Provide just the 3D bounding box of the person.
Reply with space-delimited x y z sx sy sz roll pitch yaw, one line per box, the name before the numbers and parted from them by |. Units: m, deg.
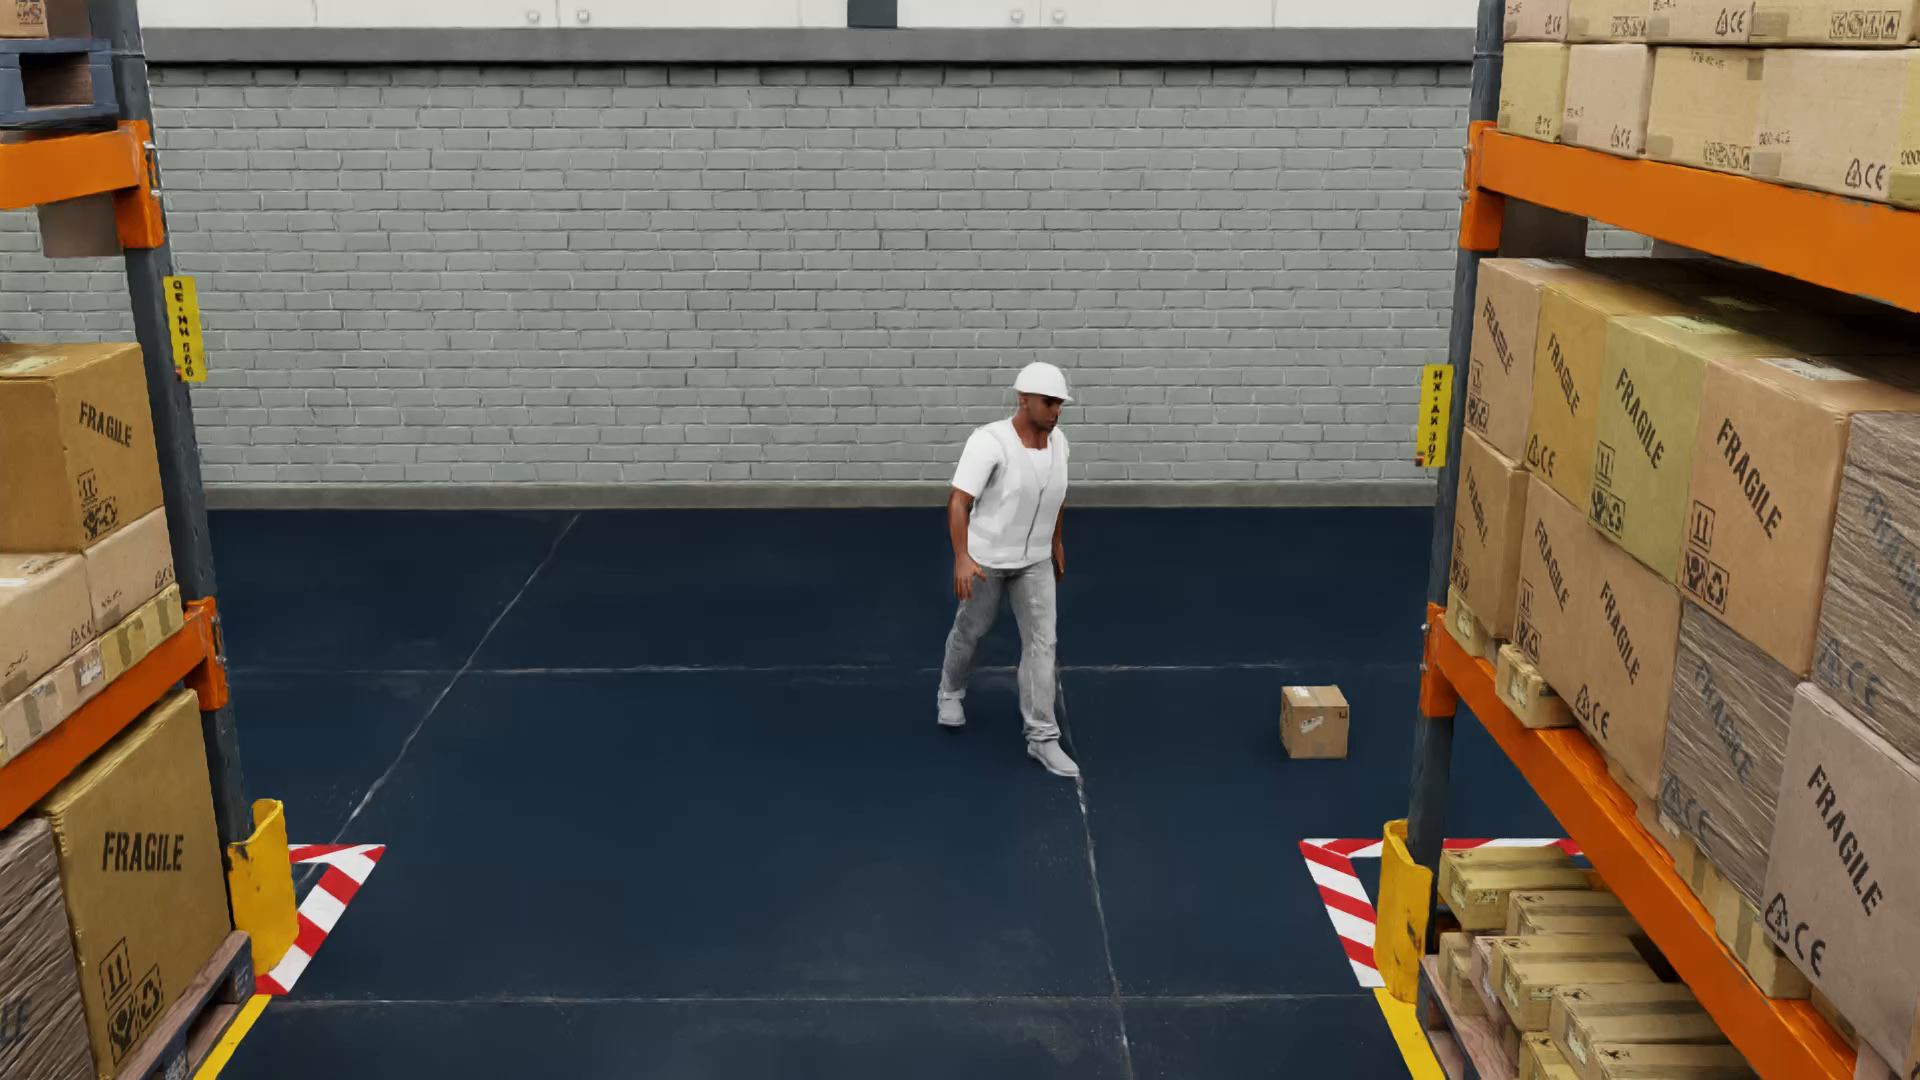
person | 0.241 0.094 7.285 0.725 1.738 0.916 -9 19 -27
